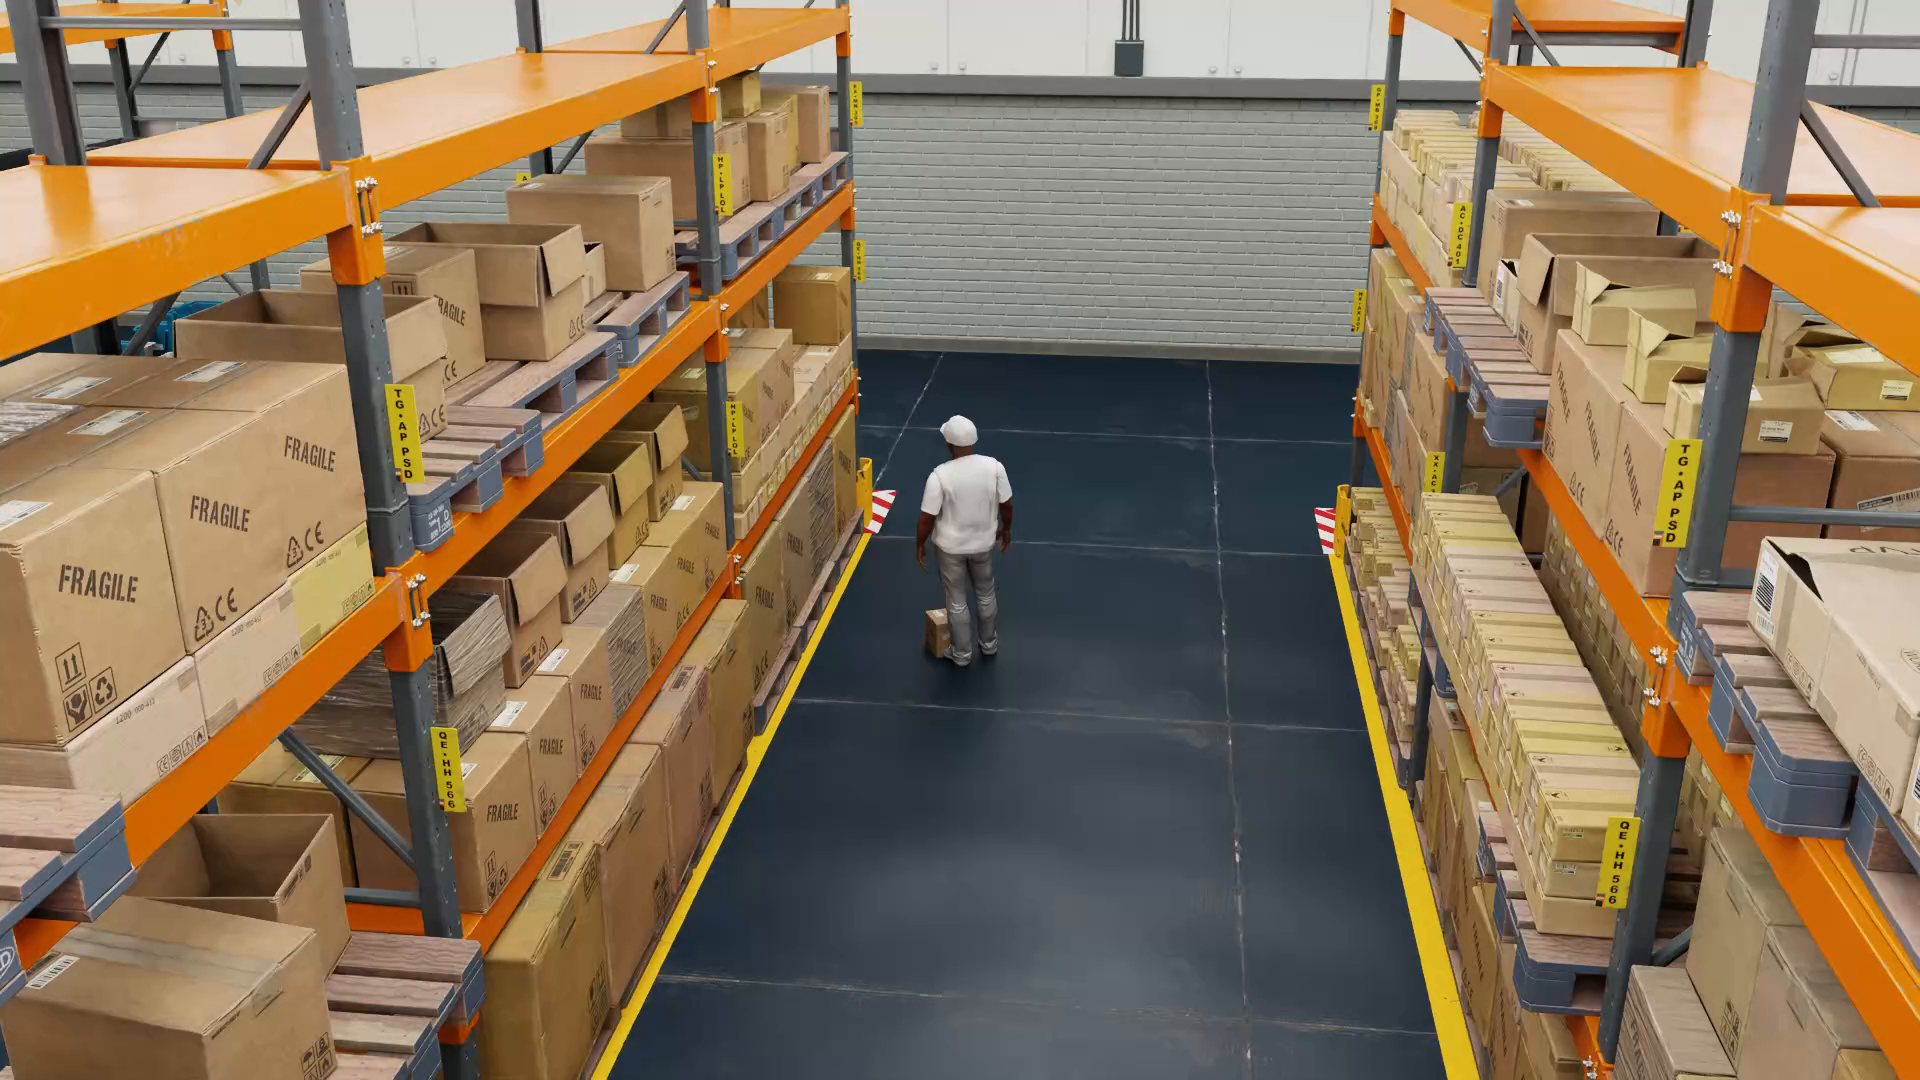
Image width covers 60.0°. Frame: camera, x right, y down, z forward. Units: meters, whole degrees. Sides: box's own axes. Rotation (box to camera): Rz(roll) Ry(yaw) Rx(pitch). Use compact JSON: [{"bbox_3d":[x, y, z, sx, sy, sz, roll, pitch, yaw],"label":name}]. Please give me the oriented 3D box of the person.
[{"bbox_3d":[0.009,-0.013,11.057,0.665,1.765,0.577,-7,22,-16],"label":"person"}]
